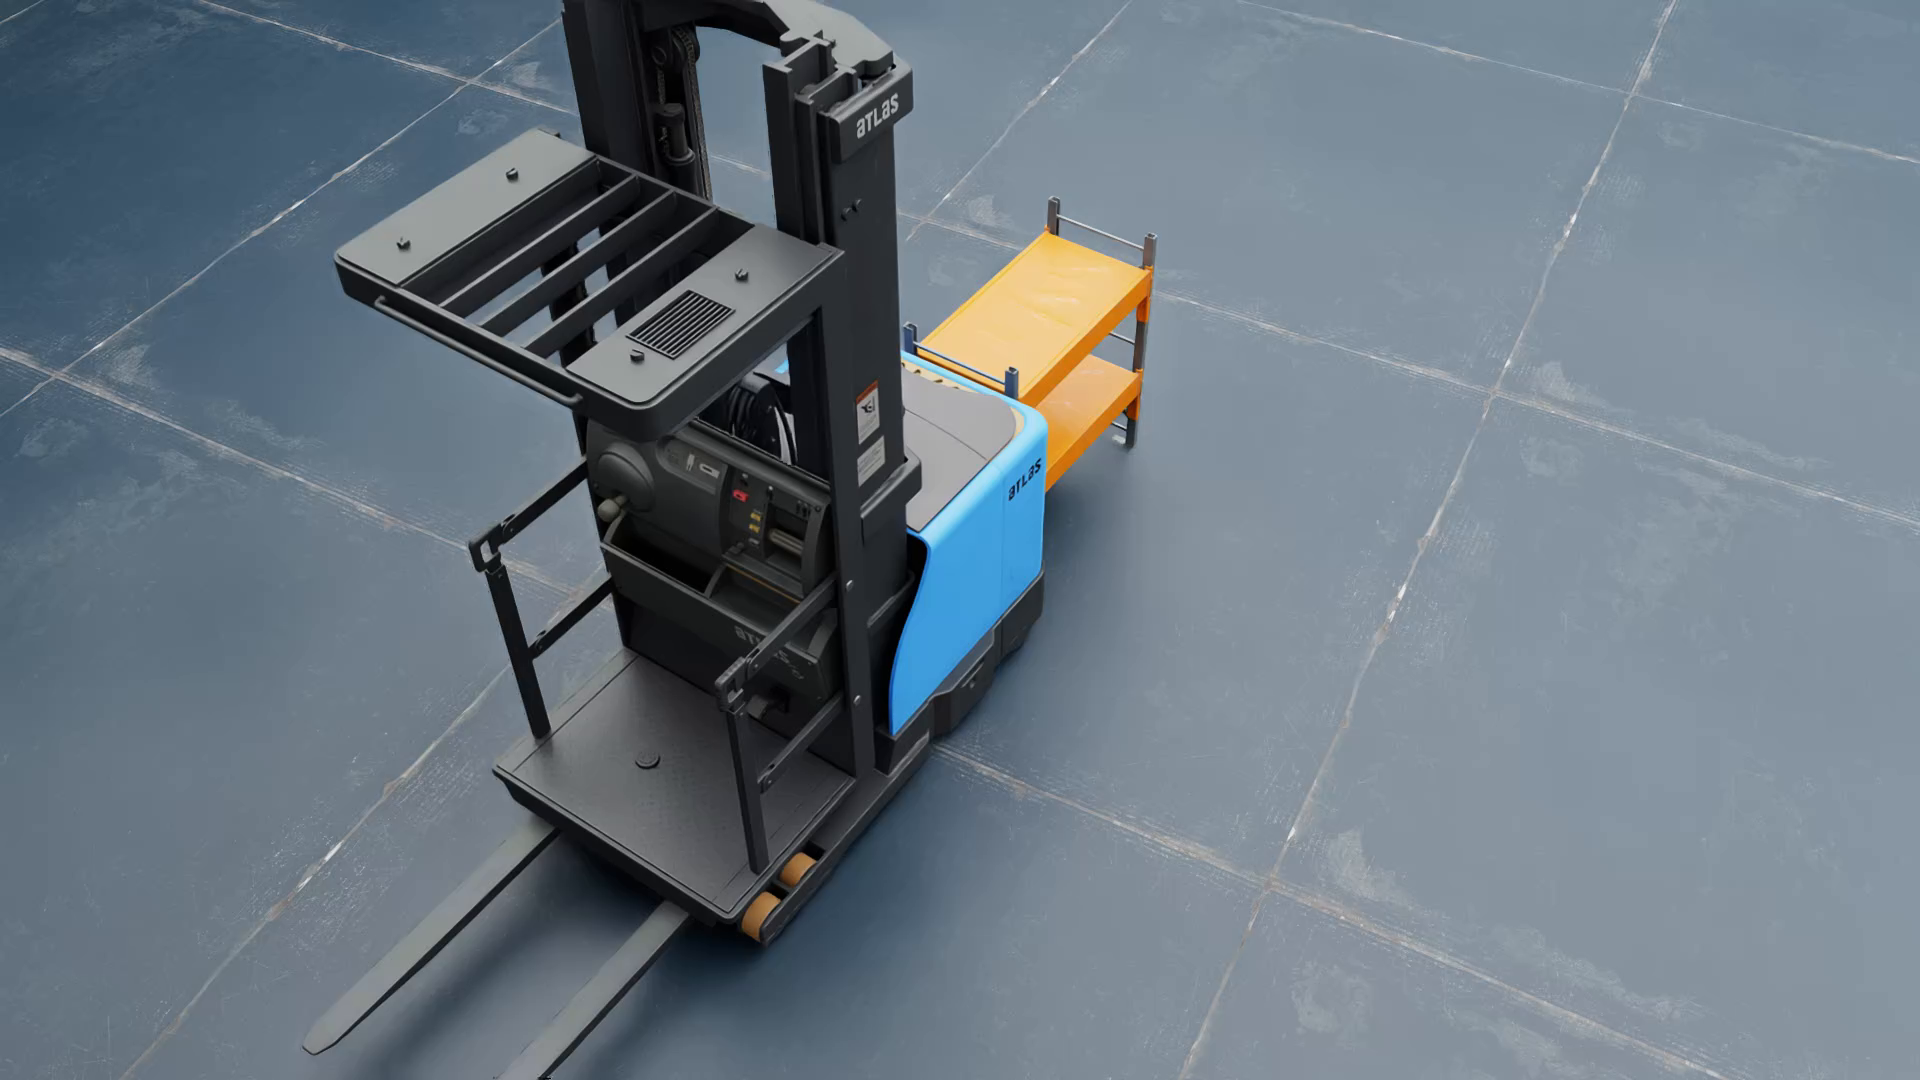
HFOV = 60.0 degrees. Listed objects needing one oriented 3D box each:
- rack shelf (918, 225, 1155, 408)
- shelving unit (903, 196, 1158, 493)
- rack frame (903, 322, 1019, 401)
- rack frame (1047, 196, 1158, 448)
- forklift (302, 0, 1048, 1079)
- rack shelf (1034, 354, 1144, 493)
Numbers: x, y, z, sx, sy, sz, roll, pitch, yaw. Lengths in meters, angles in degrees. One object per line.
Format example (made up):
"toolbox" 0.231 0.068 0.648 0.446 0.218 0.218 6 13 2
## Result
"rack shelf" 0.289 -0.822 6.639 0.538 0.278 1.000 26 51 23
"shelving unit" 0.289 -0.616 6.848 0.538 1.125 1.048 26 51 23
"rack frame" 0.002 -0.318 6.553 0.500 1.125 0.032 26 51 23
"rack frame" 0.577 -0.914 7.142 0.500 1.125 0.032 26 51 23
"forklift" -0.915 -0.056 5.025 1.130 2.935 3.031 26 51 23
"rack shelf" 0.289 -0.444 7.022 0.538 0.278 1.000 26 51 23
